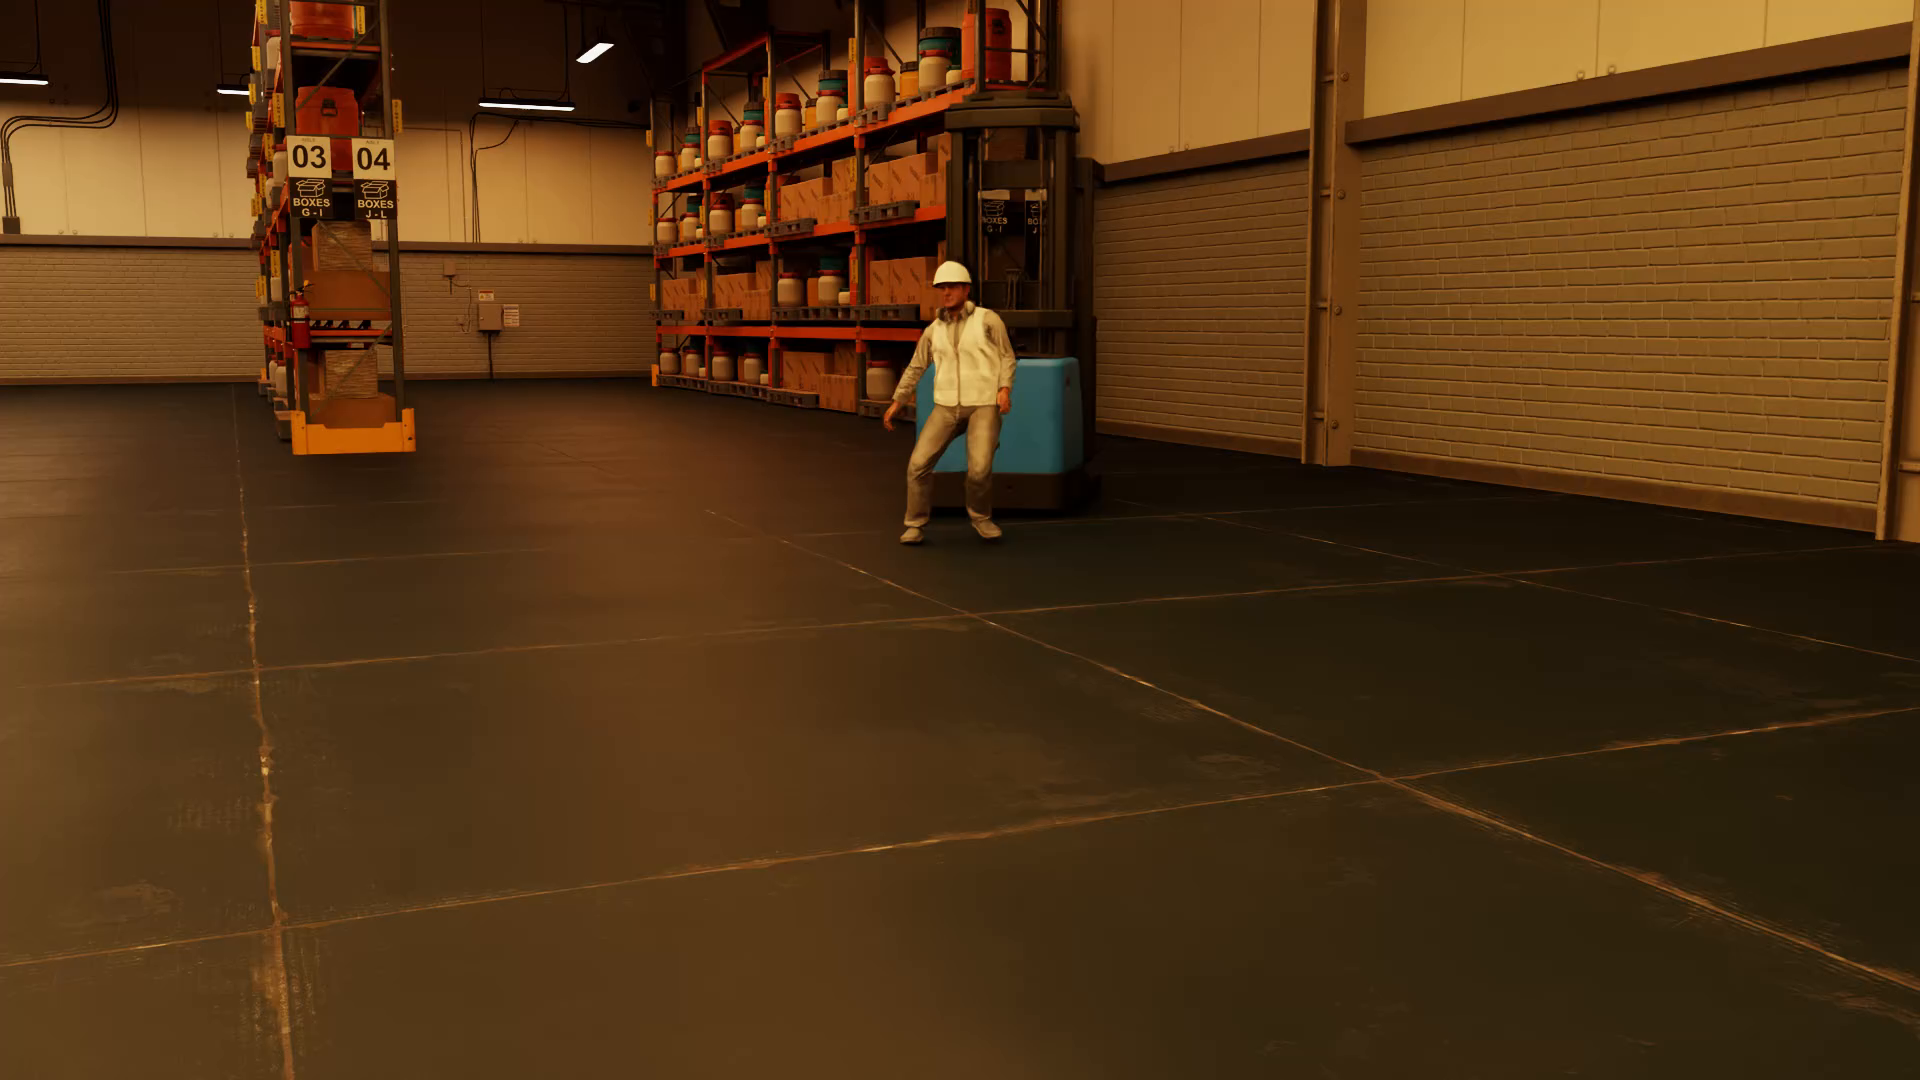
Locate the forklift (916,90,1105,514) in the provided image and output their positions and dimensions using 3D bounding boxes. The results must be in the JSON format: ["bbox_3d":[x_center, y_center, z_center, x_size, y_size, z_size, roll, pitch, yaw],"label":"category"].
[{"bbox_3d":[0.487,-1.790,12.520,1.130,2.935,3.031,2,8,12],"label":"forklift"}]

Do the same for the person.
[{"bbox_3d":[-0.052,-0.813,9.908,0.795,1.686,0.506,3,8,19],"label":"person"}]
